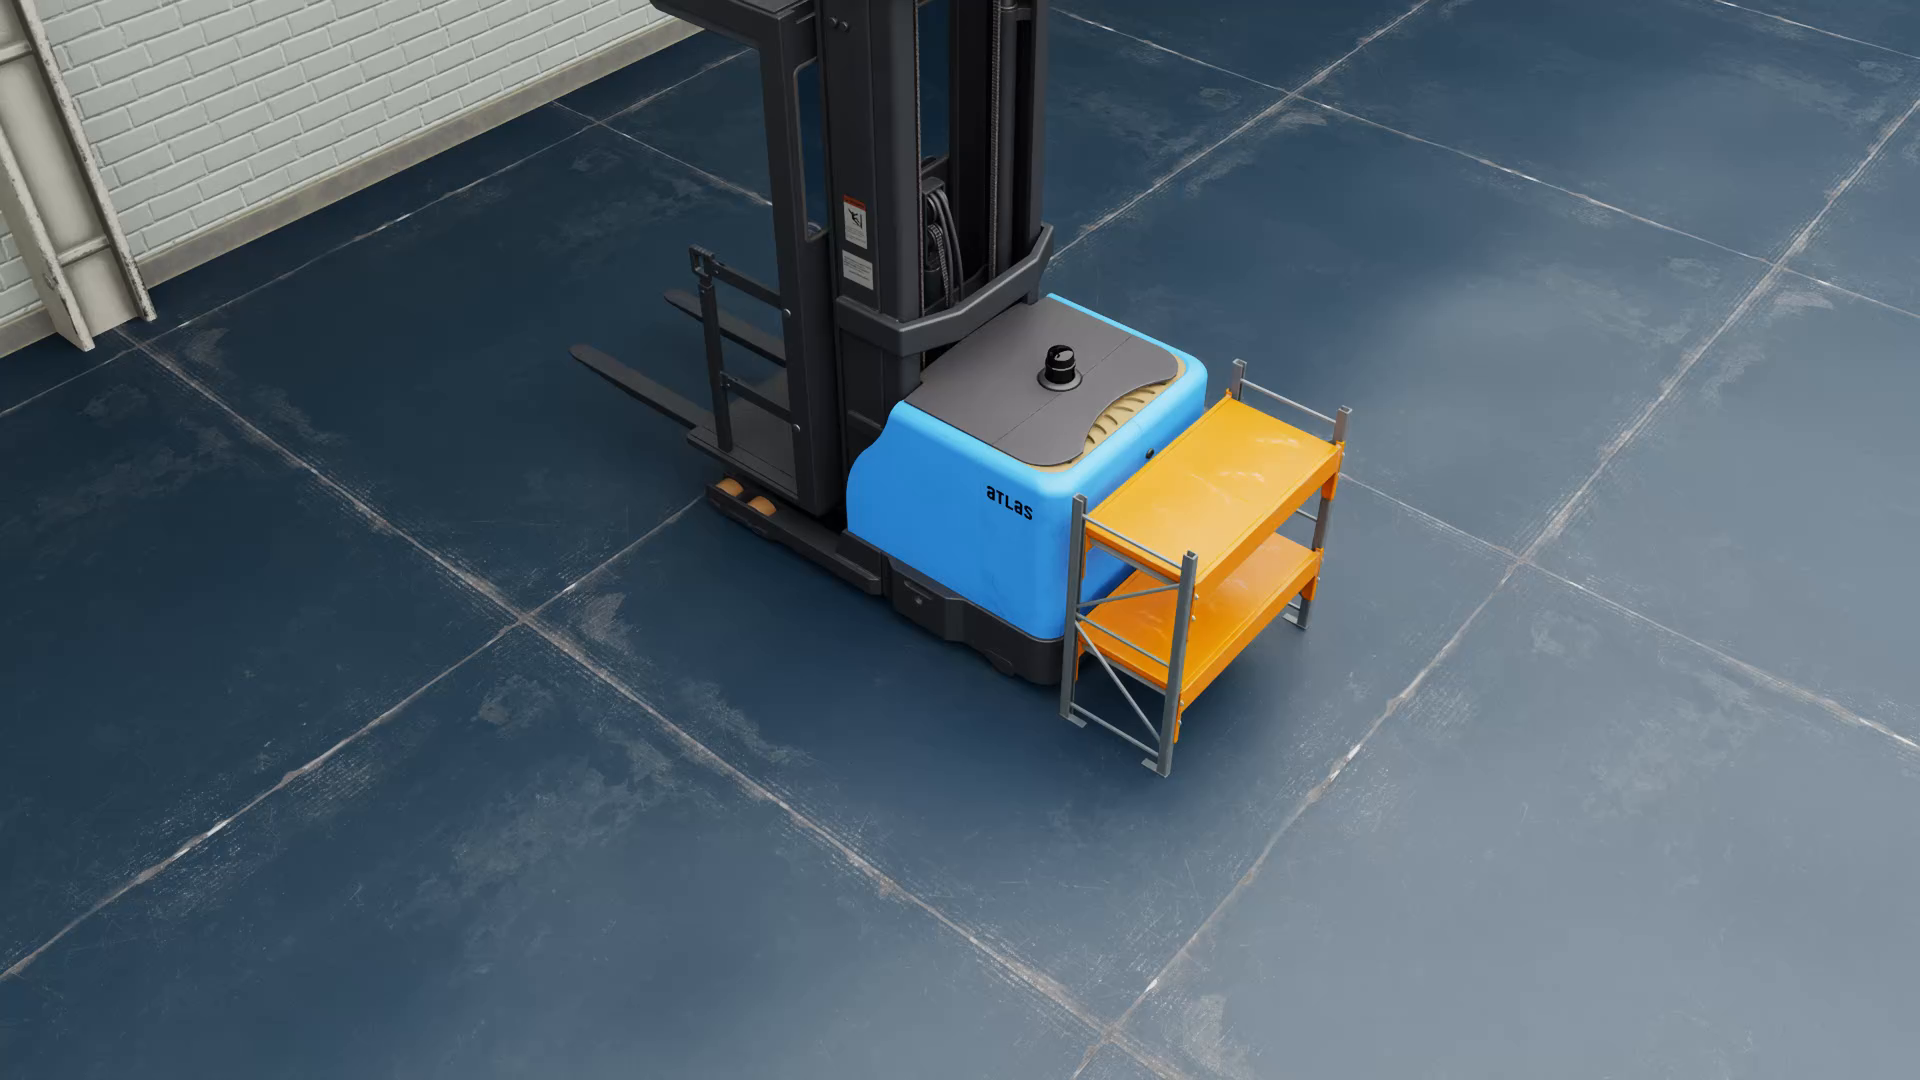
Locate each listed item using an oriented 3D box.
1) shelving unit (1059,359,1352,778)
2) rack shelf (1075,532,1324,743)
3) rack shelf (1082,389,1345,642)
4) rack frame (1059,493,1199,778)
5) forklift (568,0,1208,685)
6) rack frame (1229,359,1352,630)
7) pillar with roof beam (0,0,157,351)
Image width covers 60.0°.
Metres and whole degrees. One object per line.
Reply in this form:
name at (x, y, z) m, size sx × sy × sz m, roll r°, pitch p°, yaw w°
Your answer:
shelving unit at (0.915, 0.103, 6.301) m, size 0.538 × 1.125 × 1.048 m, roll 29°, pitch 50°, yaw 28°
rack shelf at (0.915, 0.284, 6.466) m, size 0.538 × 0.278 × 1.000 m, roll 29°, pitch 50°, yaw 28°
rack shelf at (0.915, -0.114, 6.104) m, size 0.538 × 0.278 × 1.000 m, roll 29°, pitch 50°, yaw 28°
rack frame at (0.591, 0.366, 6.011) m, size 0.500 × 1.125 × 0.032 m, roll 29°, pitch 50°, yaw 28°
forklift at (-0.486, -1.353, 6.560) m, size 3.031 × 2.935 × 1.130 m, roll 29°, pitch 50°, yaw 28°
rack frame at (1.239, -0.161, 6.591) m, size 0.500 × 1.125 × 0.032 m, roll 29°, pitch 50°, yaw 28°
pillar with roof beam at (-1.053, -2.570, 3.388) m, size 9.100 × 9.000 × 0.400 m, roll 29°, pitch 50°, yaw 28°
